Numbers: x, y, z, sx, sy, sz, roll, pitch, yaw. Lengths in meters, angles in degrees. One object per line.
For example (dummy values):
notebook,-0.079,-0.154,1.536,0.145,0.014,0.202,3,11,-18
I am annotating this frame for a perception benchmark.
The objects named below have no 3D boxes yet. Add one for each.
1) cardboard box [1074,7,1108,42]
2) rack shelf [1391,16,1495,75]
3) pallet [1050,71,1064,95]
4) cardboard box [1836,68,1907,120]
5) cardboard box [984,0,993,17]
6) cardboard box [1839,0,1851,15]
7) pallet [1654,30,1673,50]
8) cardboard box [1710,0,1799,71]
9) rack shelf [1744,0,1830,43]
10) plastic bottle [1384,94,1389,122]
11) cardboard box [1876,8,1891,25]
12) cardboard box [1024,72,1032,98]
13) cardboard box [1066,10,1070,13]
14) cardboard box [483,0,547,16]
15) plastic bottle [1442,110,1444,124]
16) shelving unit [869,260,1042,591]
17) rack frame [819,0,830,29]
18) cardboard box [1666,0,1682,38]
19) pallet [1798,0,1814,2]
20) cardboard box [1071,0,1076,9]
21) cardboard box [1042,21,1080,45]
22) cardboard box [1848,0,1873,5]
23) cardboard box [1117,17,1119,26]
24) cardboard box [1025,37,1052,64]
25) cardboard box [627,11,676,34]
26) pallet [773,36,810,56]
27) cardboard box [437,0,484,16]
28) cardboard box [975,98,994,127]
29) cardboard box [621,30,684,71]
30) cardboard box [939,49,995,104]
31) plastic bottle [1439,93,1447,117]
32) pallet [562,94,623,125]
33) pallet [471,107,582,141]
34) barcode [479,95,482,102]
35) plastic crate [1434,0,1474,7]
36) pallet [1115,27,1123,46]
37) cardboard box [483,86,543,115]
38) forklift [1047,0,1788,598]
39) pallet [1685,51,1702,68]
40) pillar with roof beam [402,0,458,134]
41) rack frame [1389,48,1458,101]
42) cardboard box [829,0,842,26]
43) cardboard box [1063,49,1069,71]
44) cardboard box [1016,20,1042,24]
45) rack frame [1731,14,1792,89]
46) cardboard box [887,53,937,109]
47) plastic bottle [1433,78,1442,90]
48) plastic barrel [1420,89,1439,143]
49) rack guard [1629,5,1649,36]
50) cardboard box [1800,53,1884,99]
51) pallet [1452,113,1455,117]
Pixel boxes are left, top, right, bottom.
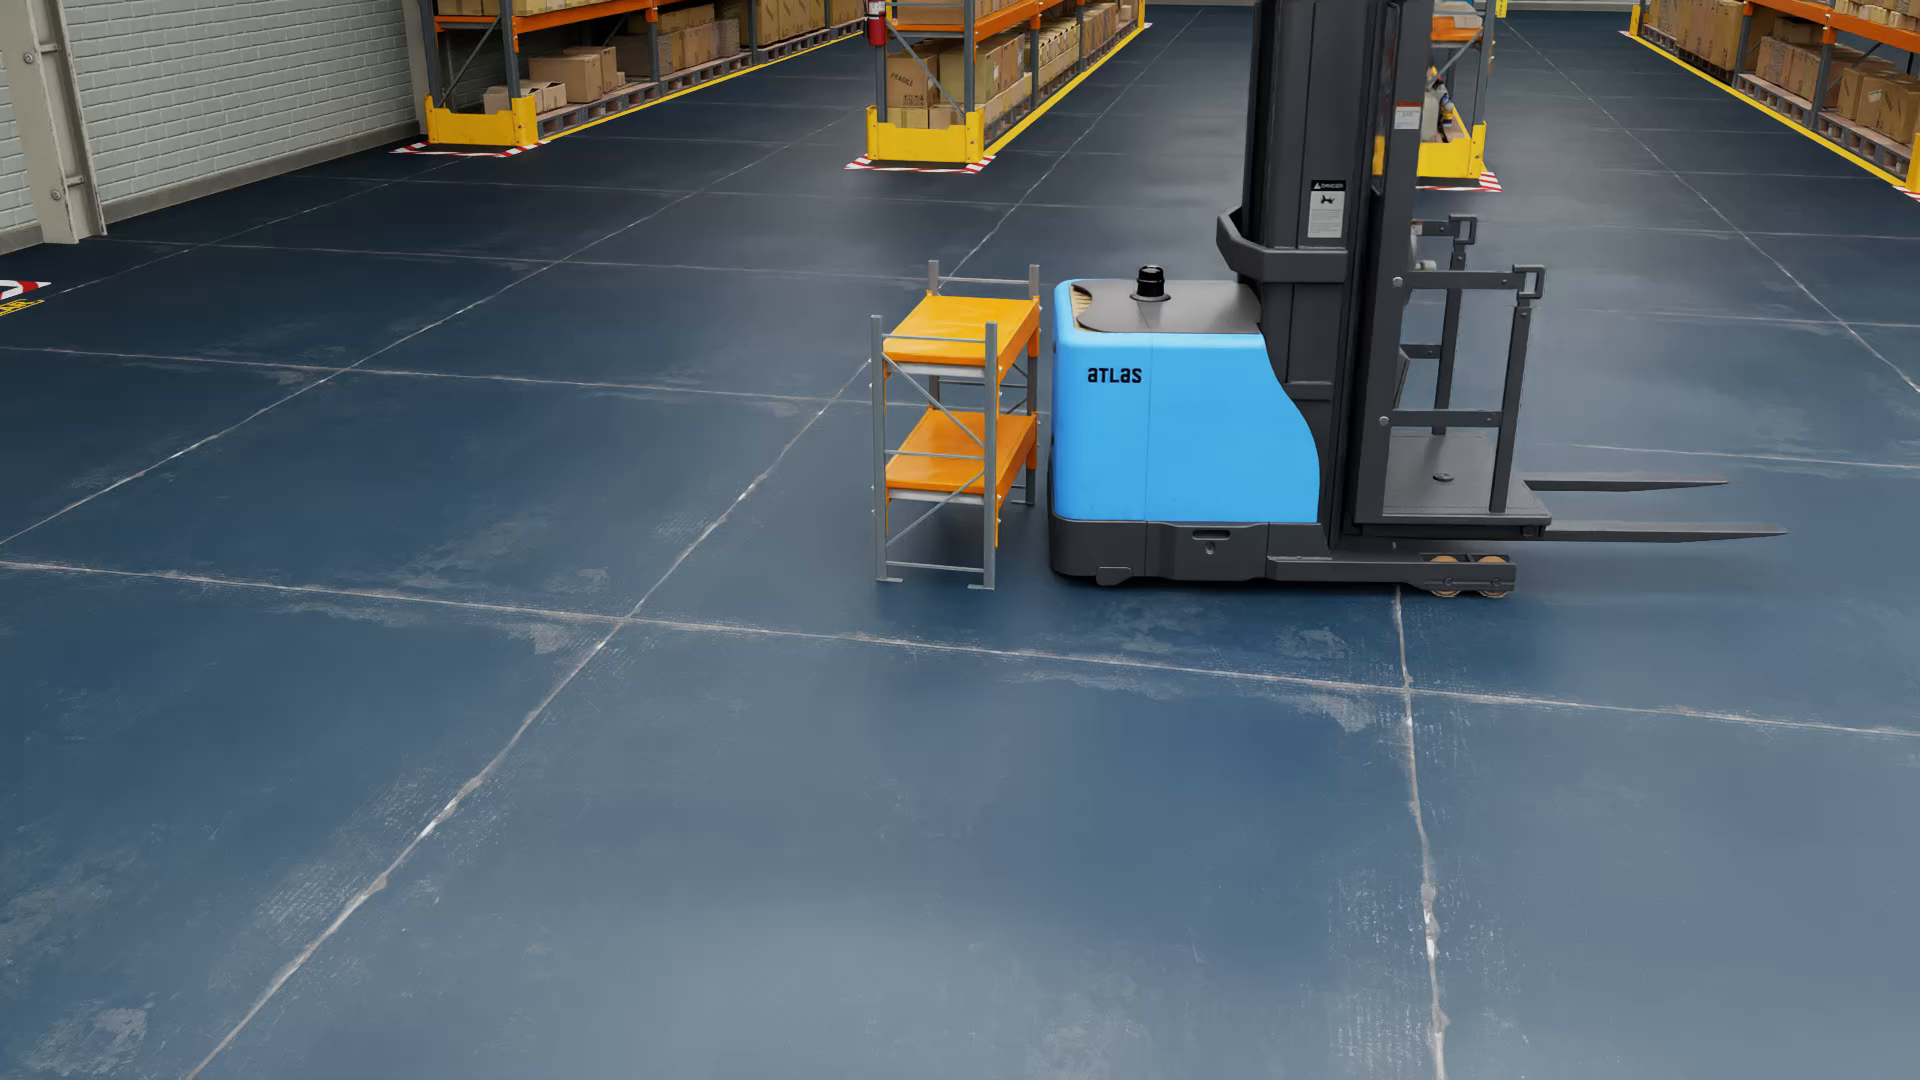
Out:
cardboard box,2.065,-8.186,26.421,0.500,0.500,0.500,5,22,12
rack shelf,4.905,-5.337,17.554,1.077,0.370,4.000,4,22,11
pallet,0.824,-6.208,22.485,1.003,0.211,1.213,4,22,11
cardboard box,10.041,-4.917,18.331,0.500,0.500,0.500,4,22,9
cardboard box,-0.034,-5.908,17.875,0.700,0.500,0.500,5,22,11
cardboard box,9.760,-5.762,17.982,0.380,0.149,0.250,4,22,11
pallet,12.273,-8.377,27.871,1.003,0.211,1.213,4,22,11
cardboard box,11.139,-6.948,22.872,1.225,0.875,0.875,3,22,8
rack shelf,10.570,-6.423,20.249,1.077,0.370,4.000,4,22,11
plastic bottle,4.625,-4.671,17.983,0.061,0.283,0.133,4,22,11
cardboard box,9.530,-5.303,16.842,0.380,0.149,0.250,4,22,11
cardboard box,0.584,-5.515,20.149,0.500,0.250,0.500,4,22,11
cardboard box,1.449,-8.031,26.035,0.500,0.500,0.500,4,22,9
cardboard box,-4.791,-5.789,17.886,0.500,0.250,0.500,4,22,9
plastic bottle,5.193,-4.523,17.725,0.097,0.201,0.097,0,22,0
shelving unit,0.001,-0.524,7.150,0.538,1.125,1.048,4,22,11
rack frame,-2.753,-10.083,28.376,1.000,3.000,0.127,4,22,11
cardboard box,12.191,-8.724,27.283,0.875,0.875,0.875,4,22,11
pallet,10.614,-6.672,20.161,1.003,0.211,1.213,4,22,11
cardboard box,1.556,-8.576,26.385,0.500,0.250,0.500,5,22,11
cardboard box,1.415,-7.213,23.617,0.500,0.311,0.500,5,22,12
cardboard box,9.873,-5.869,17.380,0.875,0.500,0.500,4,22,11
cardboard box,2.561,-9.051,29.016,0.380,0.166,0.250,4,22,11
cardboard box,0.900,-6.276,21.289,0.500,0.311,0.500,4,22,10
cardboard box,-4.165,-6.982,22.428,0.500,0.250,0.500,4,22,10
pallet,-3.084,-8.055,27.070,1.003,0.211,1.213,4,22,11
cardboard box,-5.296,-5.820,17.964,0.500,0.250,0.500,5,22,12
cardboard box,0.074,-4.600,17.879,0.500,0.250,0.500,4,22,11
cardboard box,-4.195,-6.666,22.646,0.700,0.500,0.500,4,22,10
cardboard box,0.076,-4.948,17.739,0.500,0.500,0.500,4,22,11
plastic bottle,5.304,-4.753,18.204,0.097,0.271,0.097,0,22,0
pallet,-4.735,-5.168,19.904,1.003,0.211,1.213,4,22,11
pallet,-4.986,-4.724,18.800,1.003,0.211,1.213,4,22,11
barcode,-5.360,-4.939,18.600,0.001,0.075,0.075,4,22,11
plastic crate,5.353,-5.908,18.207,0.499,0.251,0.616,4,22,11
pallet,2.238,-8.665,28.586,1.003,0.211,1.213,4,22,11
cardboard box,-4.972,-4.898,18.510,0.500,0.311,0.500,2,22,5
forklift,1.903,-1.326,6.723,3.031,2.935,1.130,1,22,2
pallet,11.711,-7.369,25.369,1.003,0.211,1.213,4,22,11
pillar with roof beam,-1.691,-8.471,16.342,9.100,9.000,0.400,4,22,11
rack frame,5.313,-6.403,19.236,1.000,3.000,0.127,4,22,11
cardboard box,-2.500,-9.384,29.424,0.700,0.500,0.500,5,22,12
cardboard box,1.205,-6.580,22.795,0.500,0.250,0.500,5,22,12
cardboard box,0.887,-7.255,23.719,0.500,0.311,0.500,5,23,13
rack frame,10.978,-7.488,21.931,1.000,3.000,0.127,4,22,11
cardboard box,-0.533,-4.805,17.383,0.500,0.500,0.500,4,22,11
plastic bottle,5.425,-5.050,18.835,0.144,0.351,0.185,3,22,8
plastic barrel,4.556,-4.227,16.602,0.421,0.512,0.421,0,22,0
rack guard,12.615,-9.263,29.684,1.175,0.500,0.348,4,22,11
cardboard box,10.424,-5.465,19.666,0.700,0.500,0.500,4,22,11
pallet,5.135,-4.867,19.155,1.003,0.211,1.213,4,22,11
